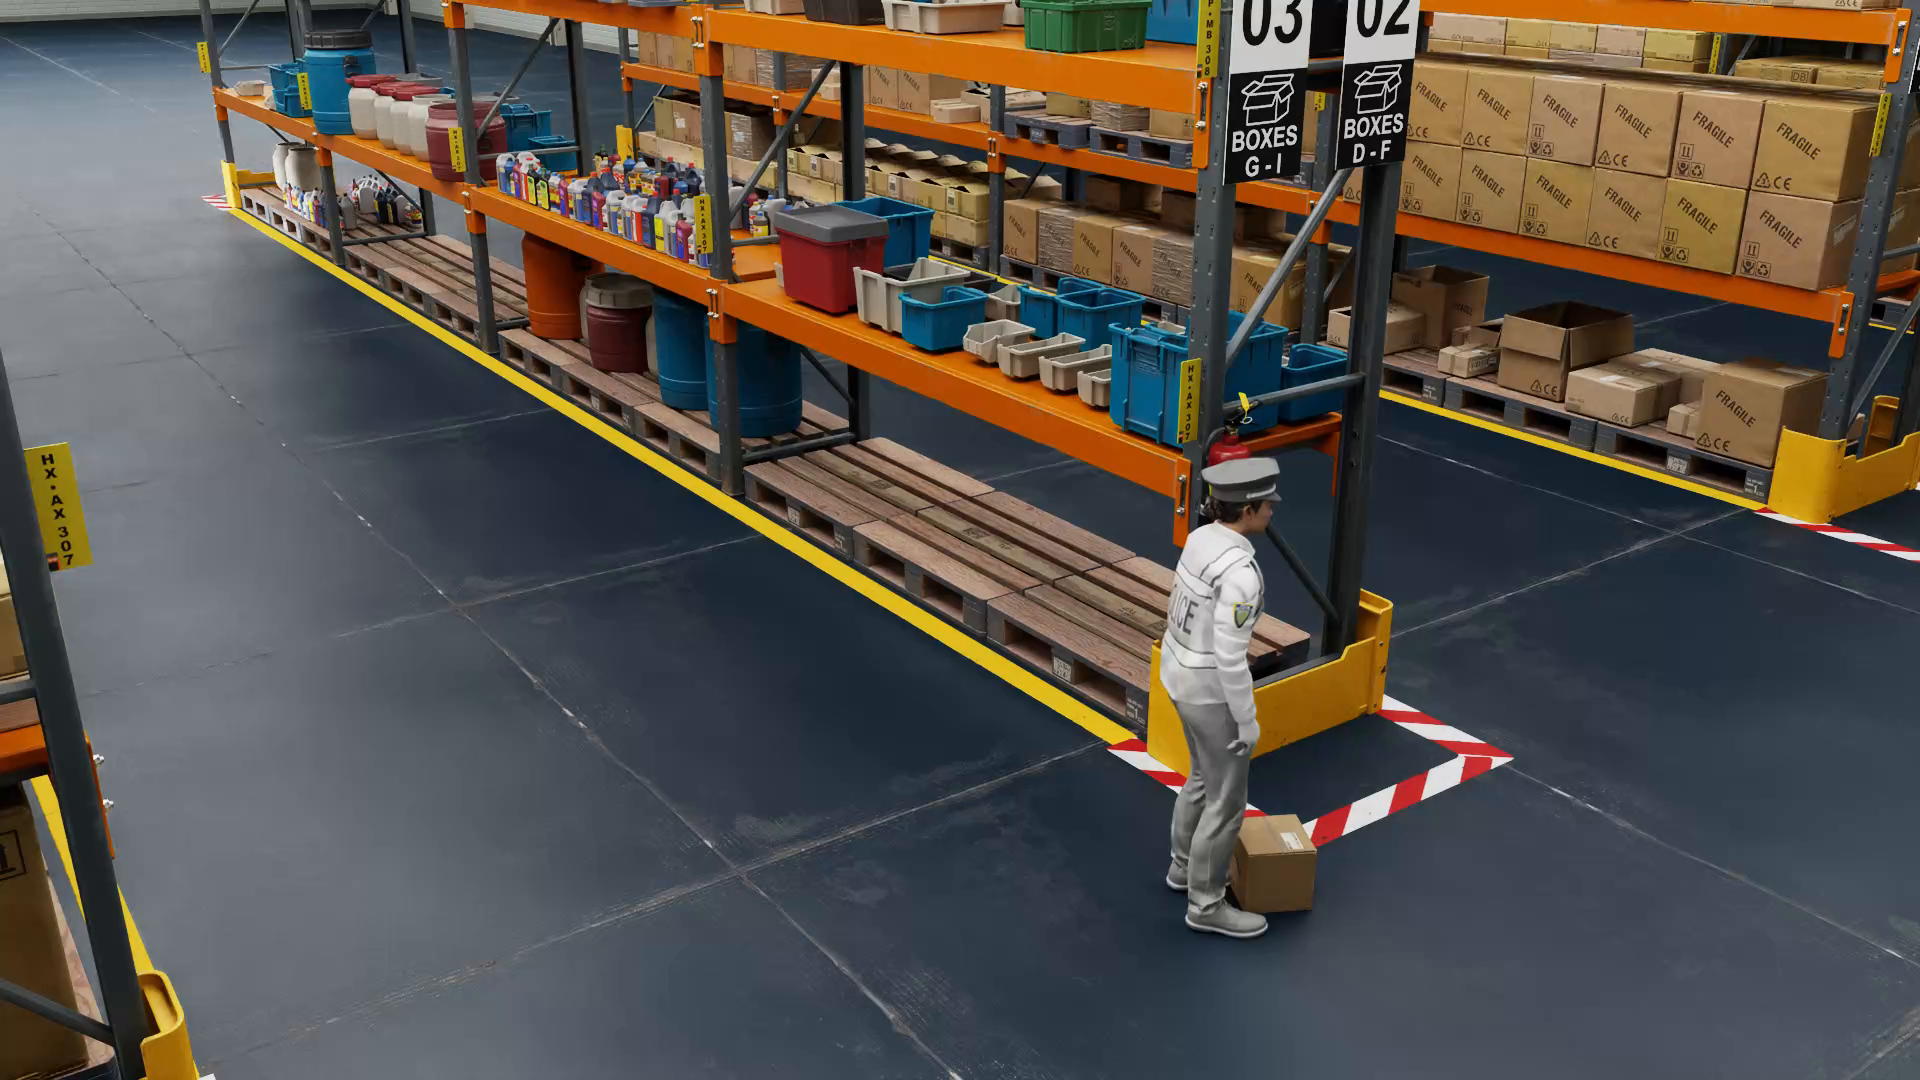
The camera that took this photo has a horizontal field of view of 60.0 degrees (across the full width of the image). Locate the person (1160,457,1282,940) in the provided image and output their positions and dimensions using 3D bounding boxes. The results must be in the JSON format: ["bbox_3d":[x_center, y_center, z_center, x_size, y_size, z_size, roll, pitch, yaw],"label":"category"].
[{"bbox_3d":[0.886,0.527,5.738,0.370,1.667,0.549,-3,22,-8],"label":"person"}]
